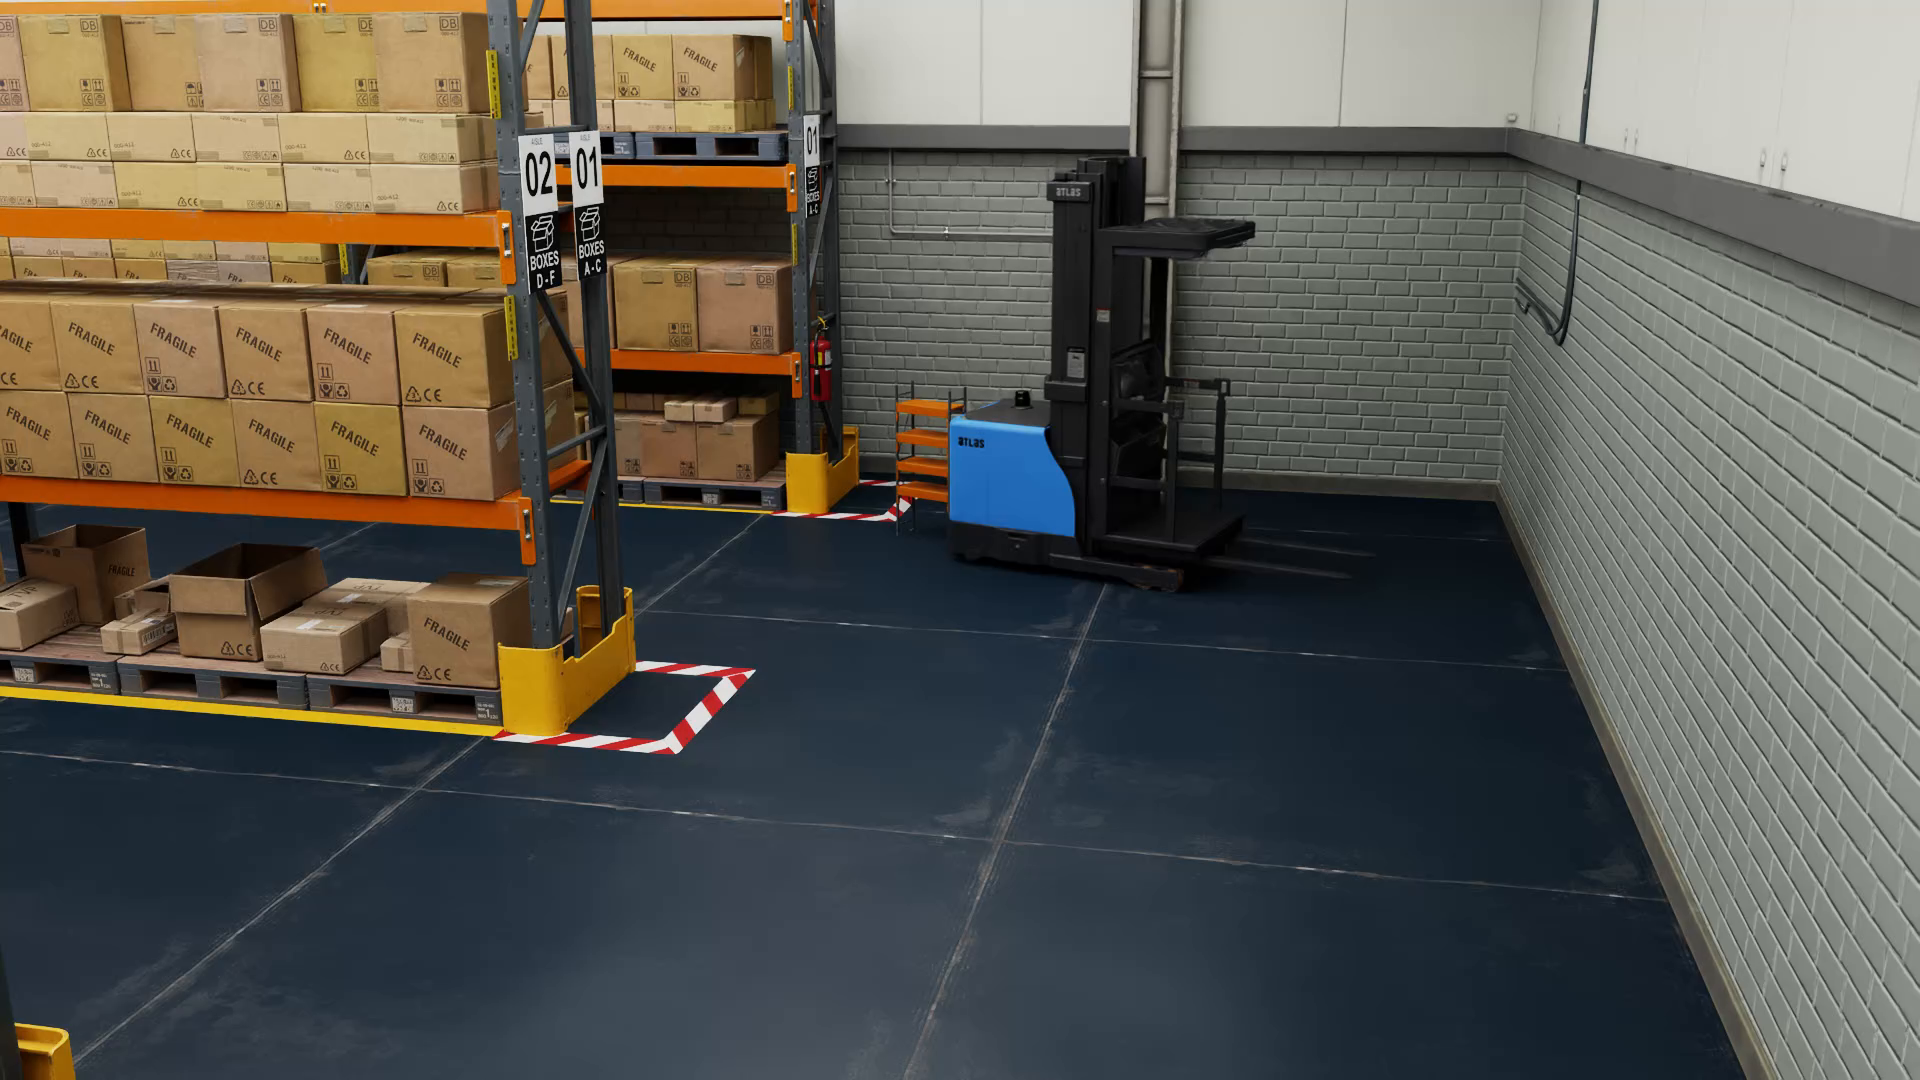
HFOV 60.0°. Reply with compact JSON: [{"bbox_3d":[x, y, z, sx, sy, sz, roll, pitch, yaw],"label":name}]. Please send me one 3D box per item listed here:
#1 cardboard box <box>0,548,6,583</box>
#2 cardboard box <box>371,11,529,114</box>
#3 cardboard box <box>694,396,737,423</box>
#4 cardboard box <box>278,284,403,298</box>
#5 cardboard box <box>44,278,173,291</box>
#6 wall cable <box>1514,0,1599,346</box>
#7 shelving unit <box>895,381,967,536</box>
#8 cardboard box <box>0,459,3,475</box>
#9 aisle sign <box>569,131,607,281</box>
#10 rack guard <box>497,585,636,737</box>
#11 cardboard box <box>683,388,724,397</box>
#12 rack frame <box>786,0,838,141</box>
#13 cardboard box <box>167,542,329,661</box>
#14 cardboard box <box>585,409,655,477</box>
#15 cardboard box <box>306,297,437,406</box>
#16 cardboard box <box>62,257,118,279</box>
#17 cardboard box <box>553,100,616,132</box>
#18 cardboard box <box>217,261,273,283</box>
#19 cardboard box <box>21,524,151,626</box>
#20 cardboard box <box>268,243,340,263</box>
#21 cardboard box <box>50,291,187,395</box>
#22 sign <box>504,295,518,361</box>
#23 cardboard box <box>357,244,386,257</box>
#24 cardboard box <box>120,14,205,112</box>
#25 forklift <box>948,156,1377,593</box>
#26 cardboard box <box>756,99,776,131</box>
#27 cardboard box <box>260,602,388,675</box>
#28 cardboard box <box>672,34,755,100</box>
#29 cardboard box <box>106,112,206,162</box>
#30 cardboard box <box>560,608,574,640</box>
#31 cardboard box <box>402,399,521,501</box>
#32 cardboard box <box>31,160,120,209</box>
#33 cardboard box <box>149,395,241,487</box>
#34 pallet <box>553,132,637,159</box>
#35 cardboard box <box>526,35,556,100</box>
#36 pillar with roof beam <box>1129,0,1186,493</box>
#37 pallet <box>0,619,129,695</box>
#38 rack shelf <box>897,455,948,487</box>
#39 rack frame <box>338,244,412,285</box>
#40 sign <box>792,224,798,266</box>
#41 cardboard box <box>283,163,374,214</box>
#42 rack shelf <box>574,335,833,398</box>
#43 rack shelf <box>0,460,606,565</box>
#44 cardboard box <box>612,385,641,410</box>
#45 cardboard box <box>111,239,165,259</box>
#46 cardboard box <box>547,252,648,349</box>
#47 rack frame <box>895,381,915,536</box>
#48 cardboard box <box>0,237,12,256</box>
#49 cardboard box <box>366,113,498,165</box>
[{"bbox_3d":[-6.520,0.167,10.630,0.500,0.500,0.500,2,16,9],"label":"cardboard box"},{"bbox_3d":[-2.682,-2.522,8.800,0.500,0.500,0.700,3,16,11],"label":"cardboard box"},{"bbox_3d":[-2.060,-1.100,14.026,0.250,0.149,0.380,3,16,10],"label":"cardboard box"},{"bbox_3d":[-3.560,-1.200,9.645,0.500,0.500,0.500,3,16,12],"label":"cardboard box"},{"bbox_3d":[-5.045,-1.281,9.937,0.500,0.500,0.500,3,16,10],"label":"cardboard box"},{"bbox_3d":[4.280,-2.820,12.133,0.112,2.526,3.097,3,16,11],"label":"wall cable"},{"bbox_3d":[-0.225,-0.604,12.925,0.503,1.200,0.258,10,18,32],"label":"shelving unit"},{"bbox_3d":[-5.650,-0.686,9.663,0.500,0.500,0.500,4,16,13],"label":"cardboard box"},{"bbox_3d":[-2.050,-1.850,9.181,0.004,0.787,0.394,3,16,11],"label":"aisle sign"},{"bbox_3d":[-2.250,0.677,9.612,0.348,0.500,1.175,3,16,11],"label":"rack guard"},{"bbox_3d":[-2.232,-1.214,14.435,0.250,0.149,0.380,3,16,11],"label":"cardboard box"},{"bbox_3d":[-1.192,-4.711,13.142,0.127,3.000,1.000,3,16,11],"label":"rack frame"},{"bbox_3d":[-4.253,0.353,9.951,0.637,0.503,0.797,3,16,11],"label":"cardboard box"},{"bbox_3d":[-2.881,-0.882,14.452,0.500,0.500,0.700,3,16,9],"label":"cardboard box"},{"bbox_3d":[-3.161,-1.032,9.039,0.500,0.500,0.500,4,16,13],"label":"cardboard box"},{"bbox_3d":[-7.609,-2.297,14.883,0.500,0.500,0.500,3,16,11],"label":"cardboard box"},{"bbox_3d":[-2.983,-3.467,13.577,0.500,0.250,0.500,3,16,9],"label":"cardboard box"},{"bbox_3d":[-6.116,-2.217,14.594,0.500,0.500,0.500,3,16,12],"label":"cardboard box"},{"bbox_3d":[-5.480,0.212,10.465,0.500,0.500,0.500,3,16,11],"label":"cardboard box"},{"bbox_3d":[-5.620,-2.553,14.403,0.500,0.250,0.500,4,16,12],"label":"cardboard box"},{"bbox_3d":[-4.680,-1.113,9.331,0.500,0.500,0.500,3,16,9],"label":"cardboard box"},{"bbox_3d":[-2.305,-1.090,8.547,0.005,0.325,0.100,3,16,11],"label":"sign"},{"bbox_3d":[-5.510,-2.688,14.889,0.500,0.250,0.500,4,16,13],"label":"cardboard box"},{"bbox_3d":[-4.138,-2.621,9.155,0.500,0.500,0.700,3,16,11],"label":"cardboard box"},{"bbox_3d":[1.458,-1.201,11.837,3.031,2.935,1.130,8,17,26],"label":"forklift"},{"bbox_3d":[-1.858,-3.547,13.865,0.500,0.250,0.500,4,16,14],"label":"cardboard box"},{"bbox_3d":[-3.682,0.566,9.655,0.500,0.250,0.500,3,16,11],"label":"cardboard box"},{"bbox_3d":[-1.963,-3.773,13.276,0.500,0.500,0.500,3,16,11],"label":"cardboard box"},{"bbox_3d":[-4.200,-2.178,8.960,0.500,0.250,0.500,3,16,11],"label":"cardboard box"},{"bbox_3d":[-2.517,0.526,9.991,0.250,0.149,0.380,3,16,11],"label":"cardboard box"},{"bbox_3d":[-2.668,-0.525,9.079,0.500,0.500,0.500,4,16,13],"label":"cardboard box"},{"bbox_3d":[-4.689,-1.965,9.127,0.500,0.250,0.500,3,16,11],"label":"cardboard box"},{"bbox_3d":[-4.159,-0.606,9.374,0.500,0.500,0.500,3,16,10],"label":"cardboard box"},{"bbox_3d":[-3.120,-3.324,13.919,1.213,0.211,1.003,3,16,11],"label":"pallet"},{"bbox_3d":[-3.479,-3.856,13.577,0.500,0.500,0.500,3,16,11],"label":"cardboard box"},{"bbox_3d":[0.769,-3.667,9.375,0.400,9.000,9.100,3,16,11],"label":"pillar with roof beam"},{"bbox_3d":[-5.422,0.644,10.271,1.213,0.211,1.003,3,16,11],"label":"pallet"},{"bbox_3d":[-0.225,-0.539,12.943,0.480,0.148,0.258,10,18,32],"label":"rack shelf"},{"bbox_3d":[-5.111,-2.033,14.711,0.127,3.000,1.000,3,16,11],"label":"rack frame"},{"bbox_3d":[-1.313,-2.351,13.247,0.005,0.325,0.100,3,16,11],"label":"sign"},{"bbox_3d":[-3.219,-1.885,8.839,0.500,0.250,0.500,3,16,11],"label":"cardboard box"},{"bbox_3d":[-3.152,-1.580,14.423,4.000,0.370,1.077,3,16,11],"label":"rack shelf"},{"bbox_3d":[-4.135,-0.283,9.744,4.000,0.370,1.077,3,16,11],"label":"rack shelf"},{"bbox_3d":[-2.978,-1.254,14.580,0.250,0.149,0.380,3,16,12],"label":"cardboard box"},{"bbox_3d":[-7.119,-2.637,14.706,0.500,0.250,0.500,3,16,10],"label":"cardboard box"},{"bbox_3d":[-3.154,-2.068,14.275,0.700,0.700,0.980,2,16,8],"label":"cardboard box"},{"bbox_3d":[-0.430,-0.639,13.052,0.015,1.200,0.240,10,18,32],"label":"rack frame"},{"bbox_3d":[-8.609,-2.715,14.987,0.500,0.250,0.500,3,16,12],"label":"cardboard box"},{"bbox_3d":[-2.729,-2.099,8.675,0.500,0.250,0.500,3,16,11],"label":"cardboard box"}]
